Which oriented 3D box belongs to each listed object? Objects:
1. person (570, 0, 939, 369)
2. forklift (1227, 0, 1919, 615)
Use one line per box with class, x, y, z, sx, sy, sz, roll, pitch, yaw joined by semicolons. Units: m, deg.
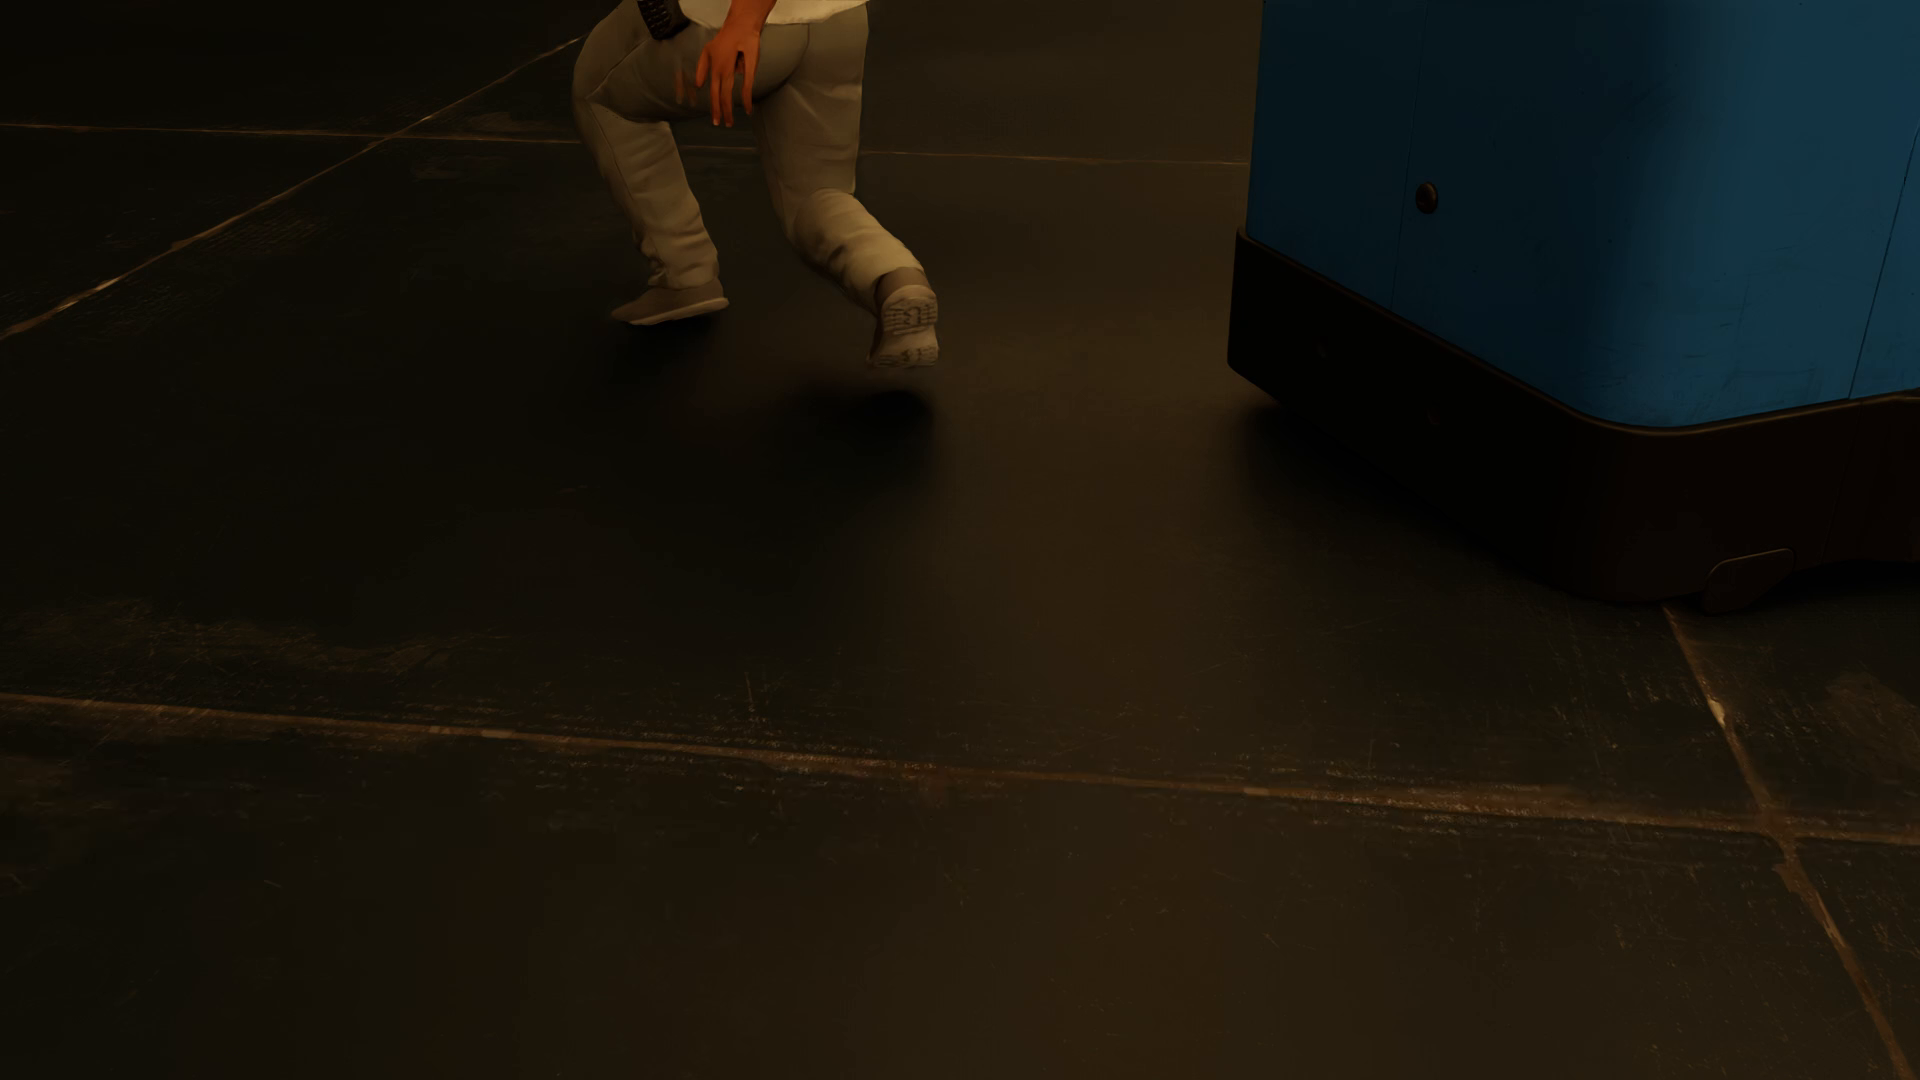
person;-0.424;-0.930;2.872;0.928;1.440;0.699;17;31;30
forklift;2.049;-1.609;2.442;3.031;2.935;1.130;-10;28;-18
